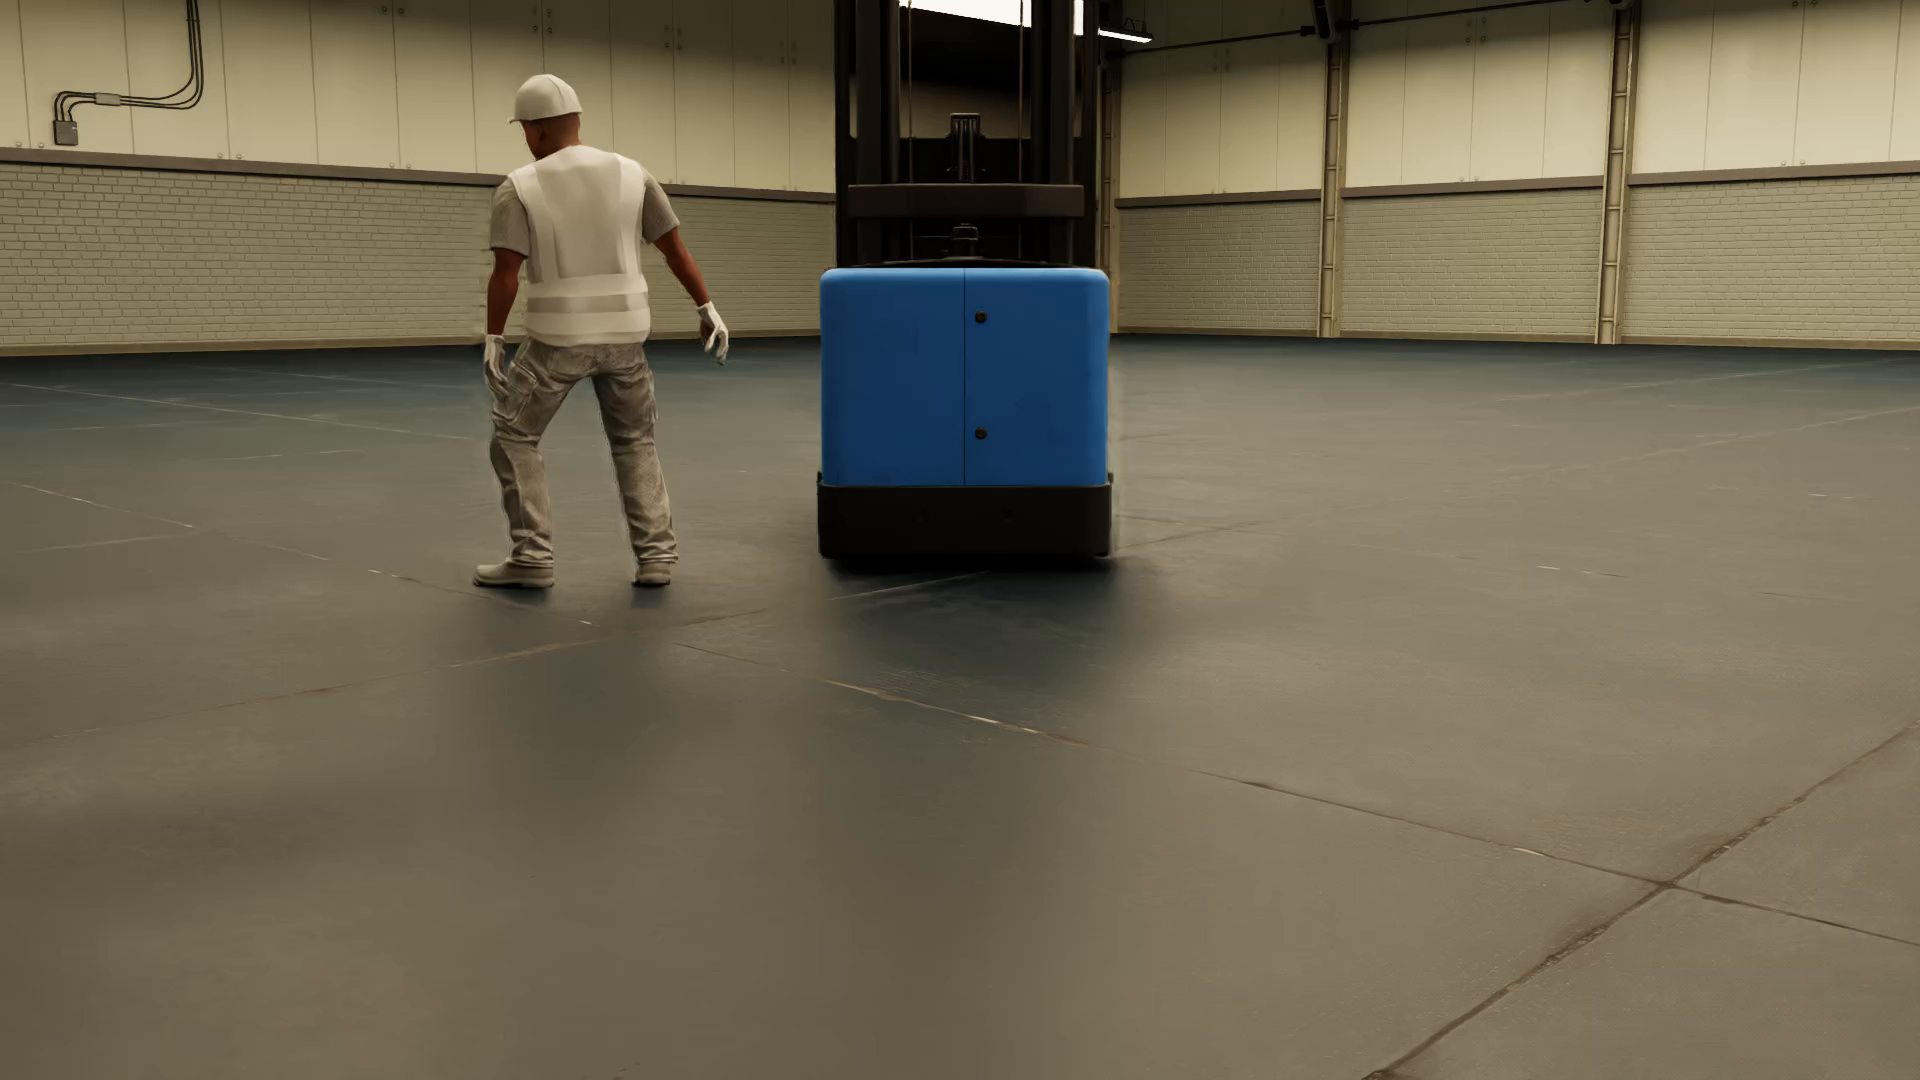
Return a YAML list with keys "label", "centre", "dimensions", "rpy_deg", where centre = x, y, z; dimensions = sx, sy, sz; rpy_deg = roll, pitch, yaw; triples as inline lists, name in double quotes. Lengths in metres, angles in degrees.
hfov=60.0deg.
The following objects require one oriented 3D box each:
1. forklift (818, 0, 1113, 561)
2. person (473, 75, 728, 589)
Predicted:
- label: "forklift"
  centre: [0.026, -1.555, 7.199]
  dimensions: [1.130, 2.935, 3.031]
  rpy_deg: [0, 9, 0]
- label: "person"
  centre: [-1.232, -0.690, 5.693]
  dimensions: [0.878, 1.753, 0.483]
  rpy_deg: [-4, 10, -26]
